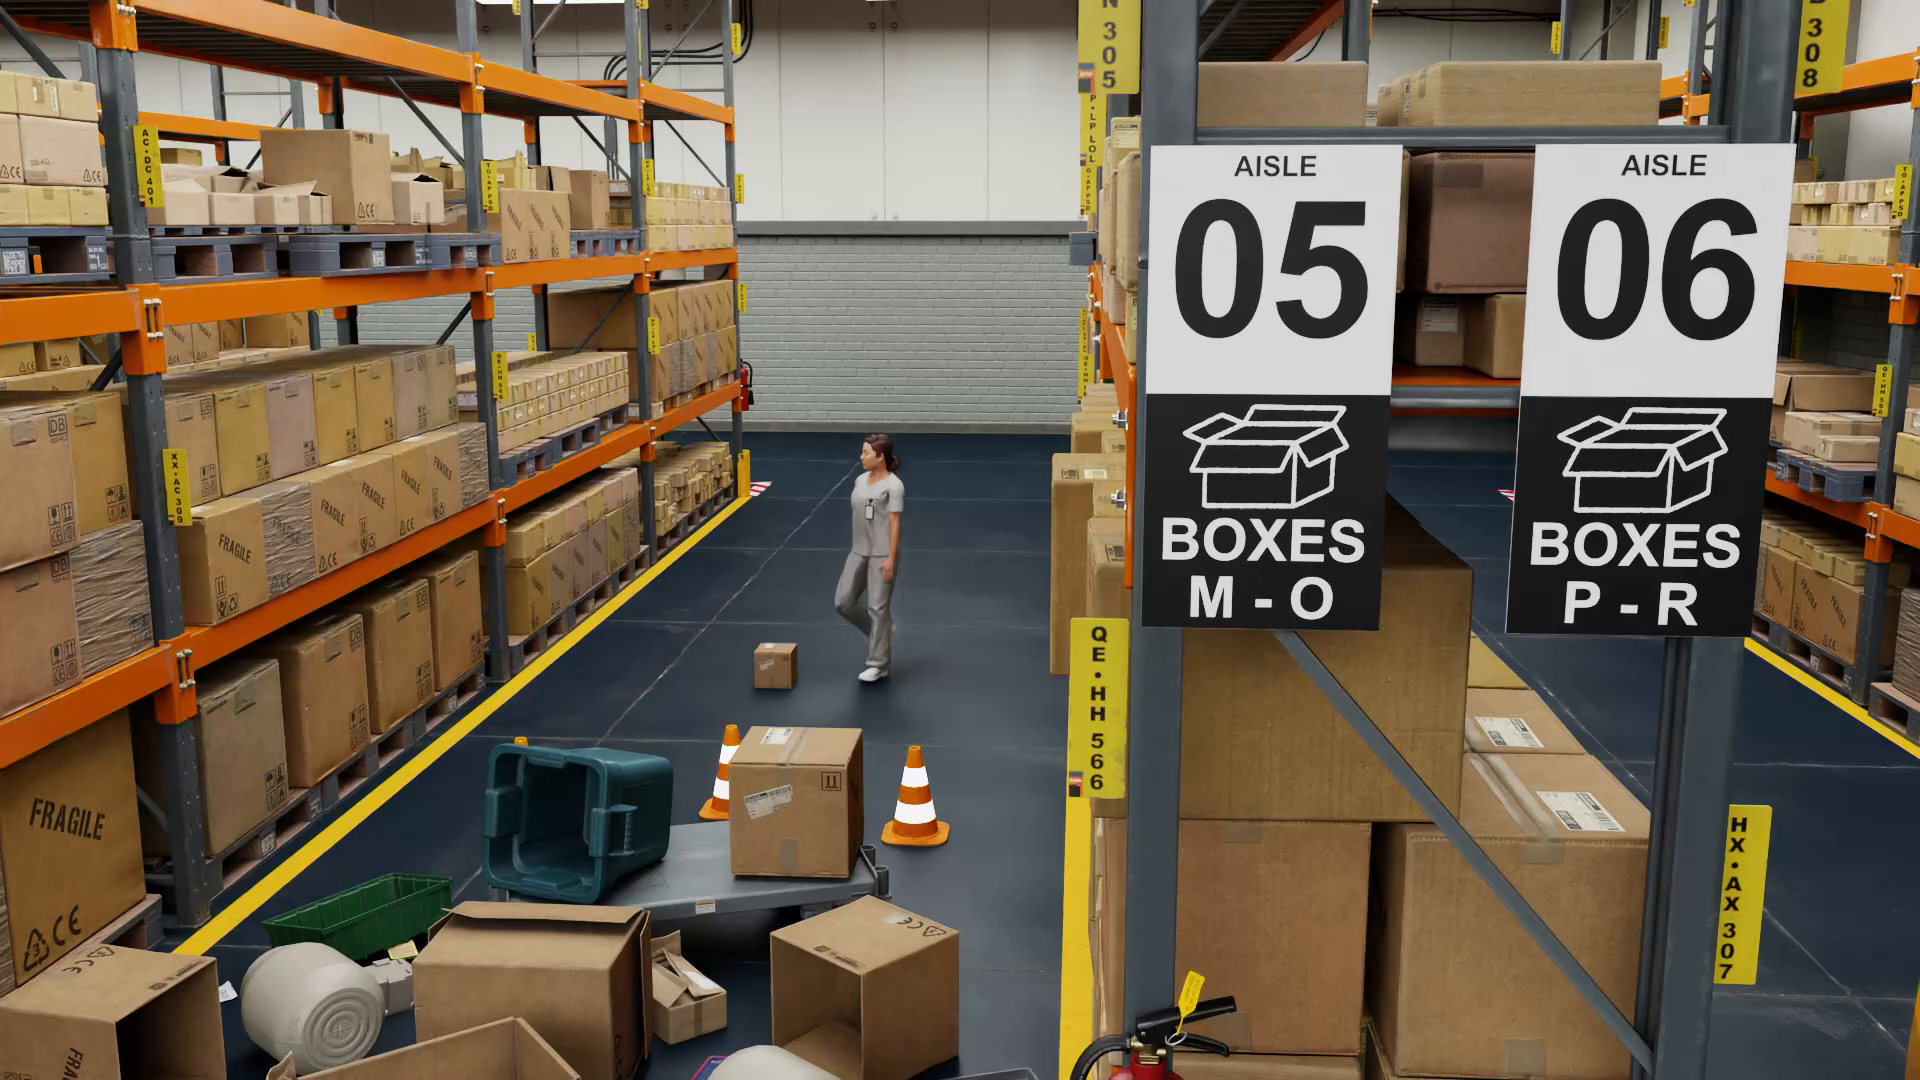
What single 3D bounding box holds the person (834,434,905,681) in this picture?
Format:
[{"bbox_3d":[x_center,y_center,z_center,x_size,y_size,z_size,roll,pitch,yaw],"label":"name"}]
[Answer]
[{"bbox_3d":[-0.570,0.105,11.300,0.452,1.661,0.524,8,13,36],"label":"person"}]
